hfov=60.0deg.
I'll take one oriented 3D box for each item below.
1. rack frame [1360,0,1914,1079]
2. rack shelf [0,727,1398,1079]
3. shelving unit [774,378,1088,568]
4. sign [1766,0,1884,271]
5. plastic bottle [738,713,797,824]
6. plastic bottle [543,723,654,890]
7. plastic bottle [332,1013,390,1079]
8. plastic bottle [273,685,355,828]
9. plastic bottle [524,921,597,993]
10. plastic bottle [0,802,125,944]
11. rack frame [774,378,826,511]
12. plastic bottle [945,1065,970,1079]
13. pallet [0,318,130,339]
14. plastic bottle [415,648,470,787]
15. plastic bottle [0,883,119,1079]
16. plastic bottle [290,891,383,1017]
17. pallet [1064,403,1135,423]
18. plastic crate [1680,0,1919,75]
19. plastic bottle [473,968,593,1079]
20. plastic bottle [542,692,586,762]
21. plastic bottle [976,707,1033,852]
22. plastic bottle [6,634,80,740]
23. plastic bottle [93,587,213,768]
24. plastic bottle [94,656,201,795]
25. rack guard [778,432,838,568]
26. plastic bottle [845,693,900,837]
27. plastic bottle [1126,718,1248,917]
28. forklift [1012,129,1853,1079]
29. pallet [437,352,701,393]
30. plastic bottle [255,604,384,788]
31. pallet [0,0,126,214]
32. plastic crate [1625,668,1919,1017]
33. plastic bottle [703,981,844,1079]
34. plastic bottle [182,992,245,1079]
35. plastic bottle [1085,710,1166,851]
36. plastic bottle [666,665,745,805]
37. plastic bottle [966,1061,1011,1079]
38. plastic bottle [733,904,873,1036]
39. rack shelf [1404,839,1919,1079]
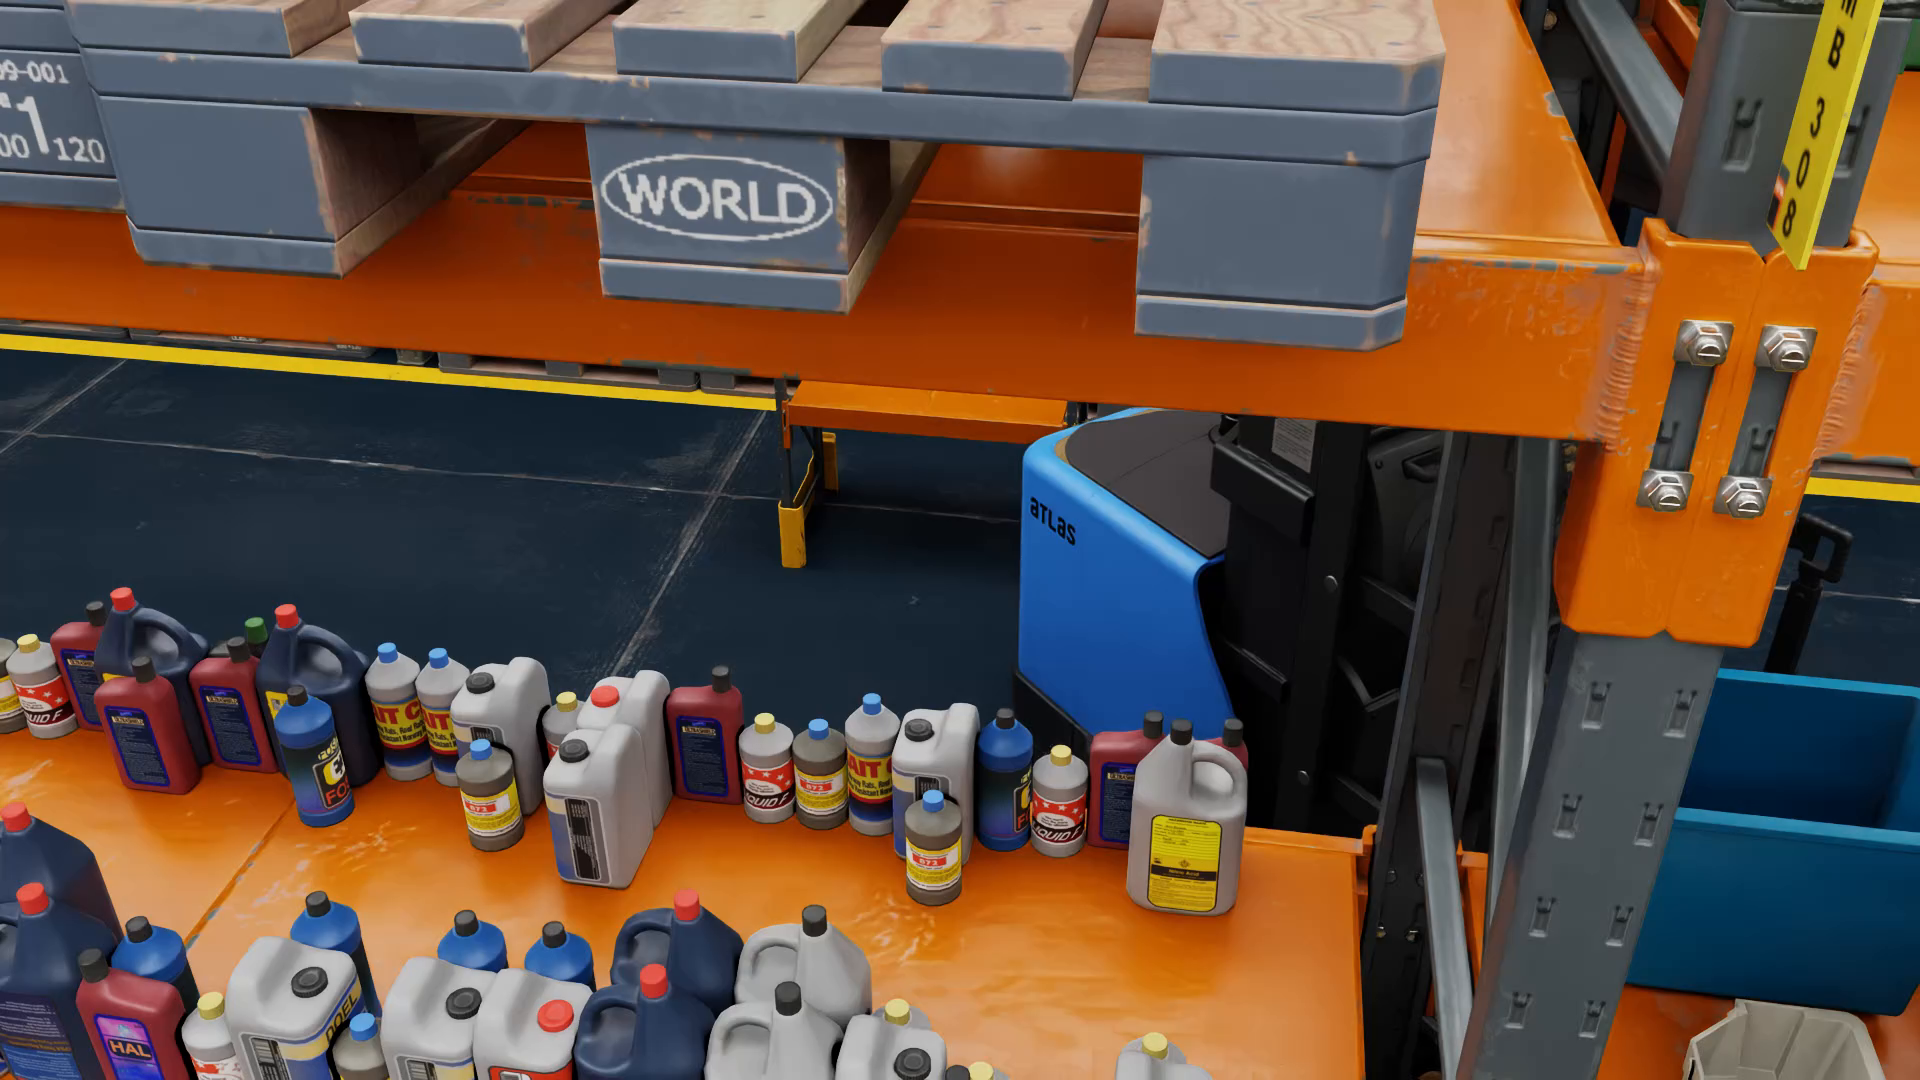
[{"bbox_3d":[0.711,0.631,2.415,0.127,3.000,1.000,5,32,8],"label":"rack frame"},{"bbox_3d":[-1.260,0.757,2.892,4.000,0.370,1.077,5,32,8],"label":"rack shelf"},{"bbox_3d":[-0.075,-0.643,5.863,1.083,1.500,0.587,5,32,8],"label":"shelving unit"},{"bbox_3d":[0.617,-0.357,1.158,0.005,0.325,0.100,5,32,8],"label":"sign"},{"bbox_3d":[-0.343,0.399,2.972,0.097,0.201,0.097,0,32,0],"label":"plastic bottle"},{"bbox_3d":[-0.619,0.439,2.838,0.135,0.276,0.152,5,32,8],"label":"plastic bottle"},{"bbox_3d":[-0.840,0.763,2.391,0.097,0.201,0.097,0,32,0],"label":"plastic bottle"},{"bbox_3d":[-1.148,0.375,2.946,0.097,0.271,0.097,0,32,0],"label":"plastic bottle"},{"bbox_3d":[-0.586,0.674,2.467,0.097,0.271,0.097,0,32,0],"label":"plastic bottle"},{"bbox_3d":[-1.443,0.551,2.590,0.185,0.351,0.144,5,32,8],"label":"plastic bottle"},{"bbox_3d":[-0.585,-0.689,5.937,0.032,1.500,0.500,5,32,8],"label":"rack frame"},{"bbox_3d":[0.033,0.817,2.227,0.133,0.283,0.061,5,32,8],"label":"plastic bottle"},{"bbox_3d":[-4.399,-1.339,8.190,1.213,0.211,1.003,5,32,8],"label":"pallet"},{"bbox_3d":[-0.932,0.316,3.038,0.097,0.271,0.097,0,32,0],"label":"plastic bottle"},{"bbox_3d":[-1.336,0.642,2.443,0.185,0.351,0.144,5,32,8],"label":"plastic bottle"},{"bbox_3d":[-0.948,0.642,2.519,0.097,0.271,0.097,0,32,0],"label":"plastic bottle"},{"bbox_3d":[0.740,-0.831,7.378,1.213,0.211,1.003,5,32,8],"label":"pallet"},{"bbox_3d":[1.180,-0.671,1.868,0.662,0.188,0.450,5,32,8],"label":"plastic crate"},{"bbox_3d":[-0.589,0.739,2.359,0.135,0.276,0.152,5,32,8],"label":"plastic bottle"},{"bbox_3d":[-0.703,0.367,3.024,0.097,0.201,0.097,0,32,0],"label":"plastic bottle"},{"bbox_3d":[0.077,0.408,2.892,0.097,0.271,0.097,0,32,0],"label":"plastic bottle"},{"bbox_3d":[-1.751,0.272,3.176,0.097,0.201,0.097,0,32,0],"label":"plastic bottle"},{"bbox_3d":[-1.485,0.245,3.077,0.185,0.351,0.144,5,32,8],"label":"plastic bottle"},{"bbox_3d":[-1.477,0.330,3.006,0.133,0.283,0.061,5,32,8],"label":"plastic bottle"},{"bbox_3d":[-0.566,-0.157,6.266,0.087,0.250,0.587,5,32,8],"label":"rack guard"},{"bbox_3d":[-0.151,0.387,2.926,0.097,0.271,0.097,0,32,0],"label":"plastic bottle"},{"bbox_3d":[0.379,0.447,2.755,0.185,0.351,0.144,5,32,8],"label":"plastic bottle"},{"bbox_3d":[1.393,-0.097,3.643,1.130,2.935,3.031,-19,37,-28],"label":"forklift"},{"bbox_3d":[-1.665,-1.048,7.726,1.213,0.211,1.003,5,32,8],"label":"pallet"},{"bbox_3d":[-1.171,0.274,3.032,0.185,0.351,0.144,5,32,8],"label":"plastic bottle"},{"bbox_3d":[-1.196,-0.679,1.859,1.213,0.211,1.003,5,32,8],"label":"pallet"},{"bbox_3d":[1.229,0.475,2.622,0.575,0.384,0.392,5,32,8],"label":"plastic crate"},{"bbox_3d":[-0.250,0.741,2.286,0.185,0.351,0.144,5,32,8],"label":"plastic bottle"},{"bbox_3d":[-1.069,0.742,2.424,0.097,0.201,0.097,0,32,0],"label":"plastic bottle"},{"bbox_3d":[0.290,0.412,2.874,0.133,0.283,0.061,5,32,8],"label":"plastic bottle"},{"bbox_3d":[-0.454,0.345,2.982,0.133,0.283,0.061,5,32,8],"label":"plastic bottle"},{"bbox_3d":[0.028,0.809,2.318,0.097,0.201,0.097,0,32,0],"label":"plastic bottle"},{"bbox_3d":[-0.226,0.665,2.407,0.185,0.351,0.144,5,32,8],"label":"plastic bottle"},{"bbox_3d":[2.683,1.114,2.321,4.000,0.370,1.077,5,32,8],"label":"rack shelf"}]
